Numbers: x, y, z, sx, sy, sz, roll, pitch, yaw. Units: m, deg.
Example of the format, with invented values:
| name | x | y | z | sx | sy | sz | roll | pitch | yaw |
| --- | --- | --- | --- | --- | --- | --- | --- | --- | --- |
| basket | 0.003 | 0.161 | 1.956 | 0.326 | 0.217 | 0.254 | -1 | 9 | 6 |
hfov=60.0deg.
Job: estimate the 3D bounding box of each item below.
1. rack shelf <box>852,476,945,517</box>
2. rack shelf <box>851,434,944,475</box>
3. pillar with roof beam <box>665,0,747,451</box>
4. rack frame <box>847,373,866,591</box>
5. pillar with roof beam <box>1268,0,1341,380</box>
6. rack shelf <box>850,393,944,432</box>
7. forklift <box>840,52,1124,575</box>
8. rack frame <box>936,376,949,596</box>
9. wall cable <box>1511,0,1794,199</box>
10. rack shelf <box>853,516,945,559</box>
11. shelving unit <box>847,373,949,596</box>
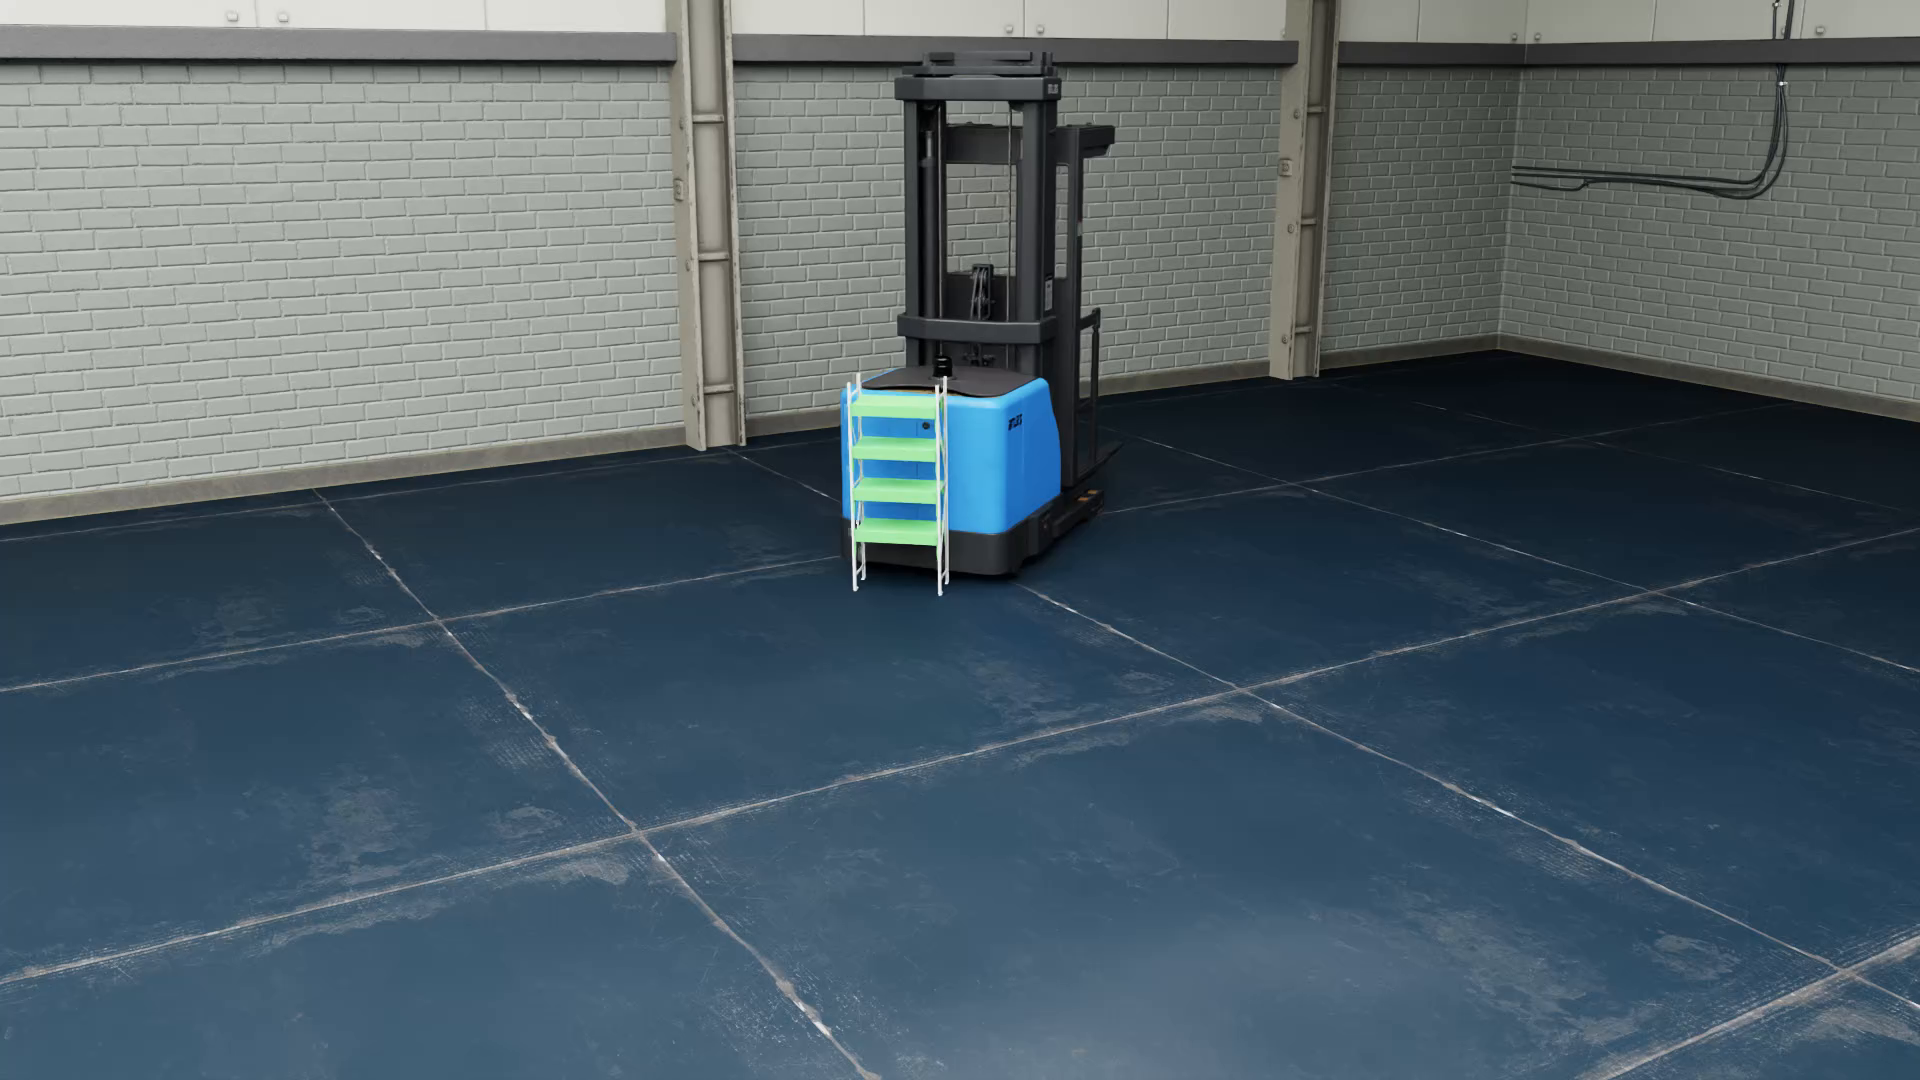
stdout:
| name | x | y | z | sx | sy | sz | roll | pitch | yaw |
| --- | --- | --- | --- | --- | --- | --- | --- | --- | --- |
| rack shelf | -0.337 | -0.245 | 9.277 | 0.480 | 0.148 | 0.258 | 3 | 18 | 10 |
| rack shelf | -0.339 | -0.473 | 9.202 | 0.480 | 0.148 | 0.258 | 3 | 18 | 10 |
| pillar with roof beam | 0.294 | -4.090 | 8.327 | 0.400 | 9.000 | 9.100 | -9 | 18 | -30 |
| rack frame | -0.577 | -0.318 | 9.300 | 0.015 | 1.200 | 0.240 | 3 | 18 | 10 |
| pillar with roof beam | 5.437 | -4.924 | 11.303 | 0.400 | 9.000 | 9.100 | -9 | 18 | -30 |
| rack shelf | -0.341 | -0.701 | 9.128 | 0.480 | 0.148 | 0.258 | 3 | 18 | 10 |
| forklift | 0.317 | -1.565 | 10.564 | 1.130 | 2.935 | 3.031 | 6 | 17 | 21 |
| rack frame | -0.097 | -0.294 | 9.214 | 0.015 | 1.200 | 0.240 | 3 | 18 | 10 |
| wall cable | 6.426 | -4.528 | 15.644 | 0.112 | 2.526 | 3.097 | -9 | 18 | -30 |
| rack shelf | -0.335 | -0.017 | 9.351 | 0.480 | 0.148 | 0.258 | 3 | 18 | 10 |
| shelving unit | -0.337 | -0.306 | 9.257 | 0.503 | 1.200 | 0.258 | 3 | 18 | 10 |
